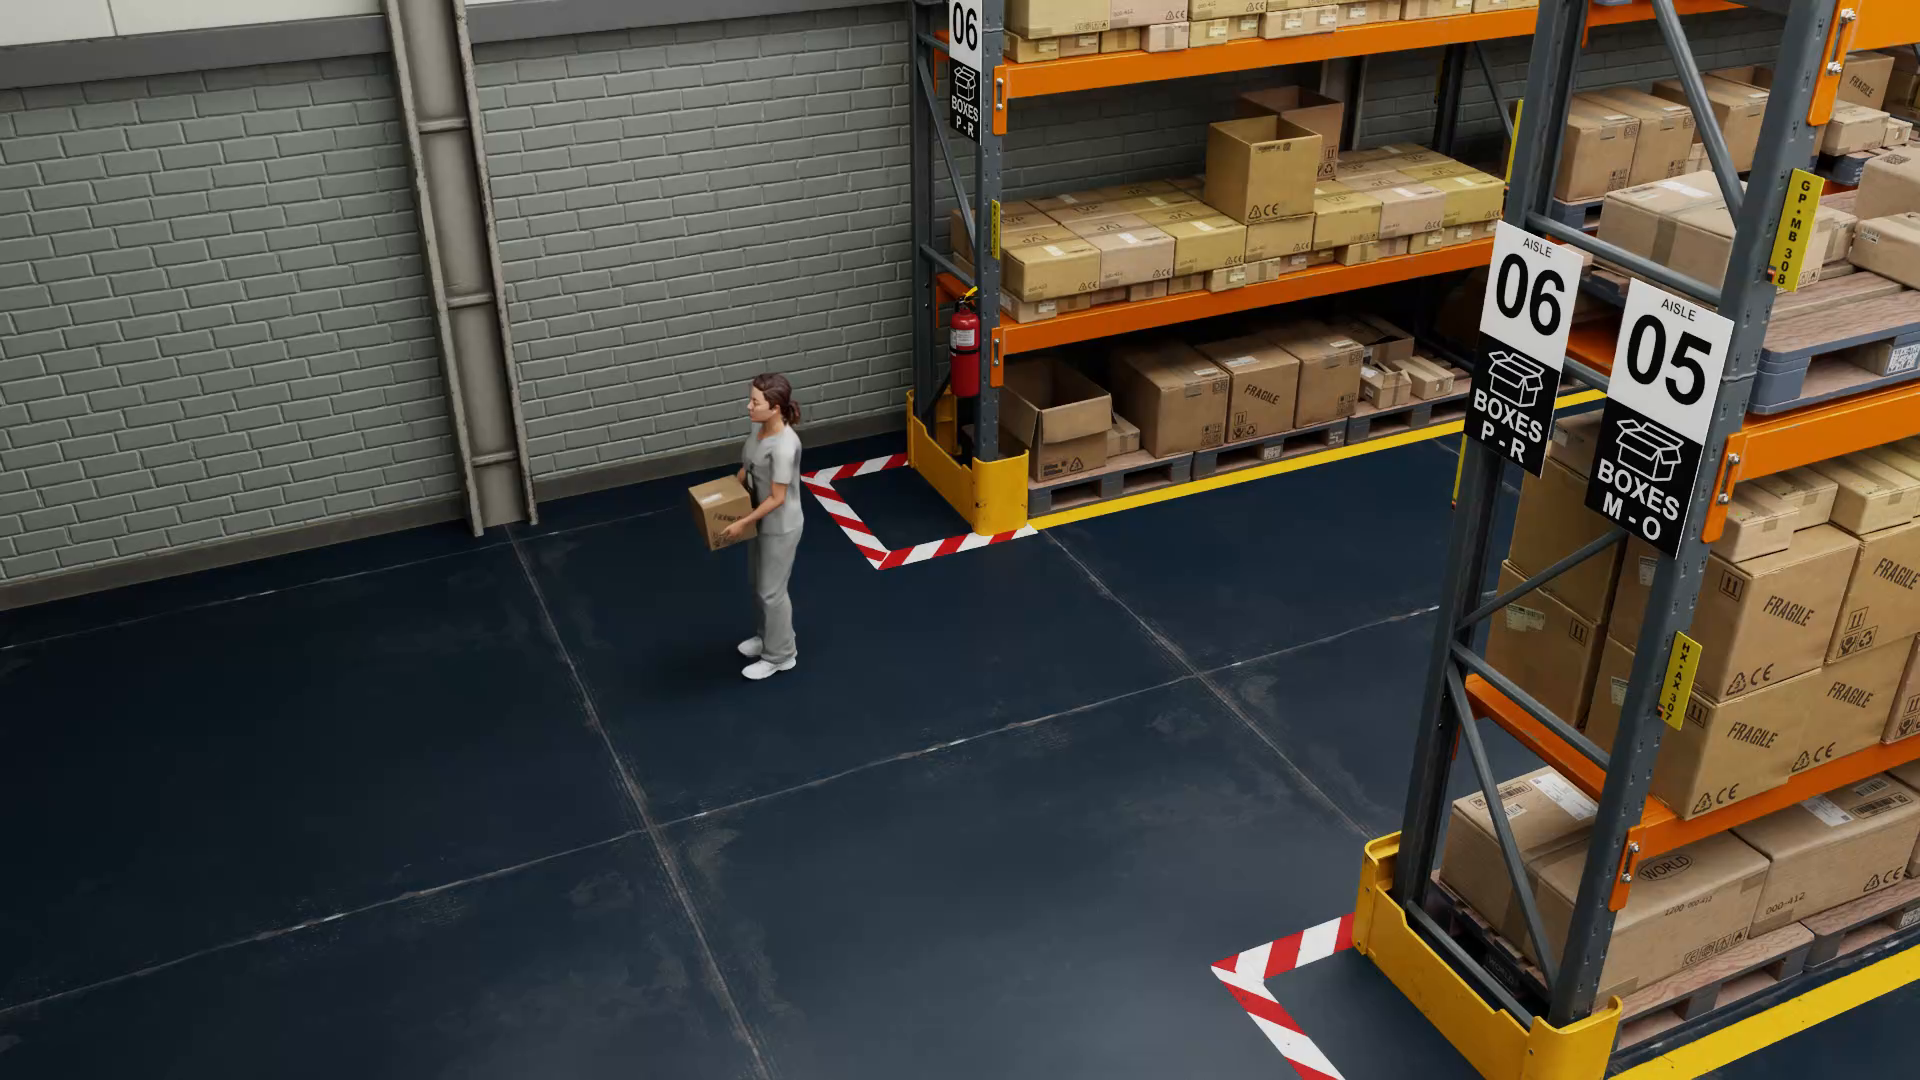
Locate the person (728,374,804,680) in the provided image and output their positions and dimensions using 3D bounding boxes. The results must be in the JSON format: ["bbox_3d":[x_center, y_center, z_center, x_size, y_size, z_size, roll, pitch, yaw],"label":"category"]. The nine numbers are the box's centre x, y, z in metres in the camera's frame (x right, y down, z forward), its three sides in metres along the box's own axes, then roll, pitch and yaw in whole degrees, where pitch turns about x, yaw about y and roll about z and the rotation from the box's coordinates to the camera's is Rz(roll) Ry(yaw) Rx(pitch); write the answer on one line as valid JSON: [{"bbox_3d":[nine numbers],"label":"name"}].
[{"bbox_3d":[-1.000,-0.053,8.587,0.431,1.627,0.466,-14,32,-23],"label":"person"}]
